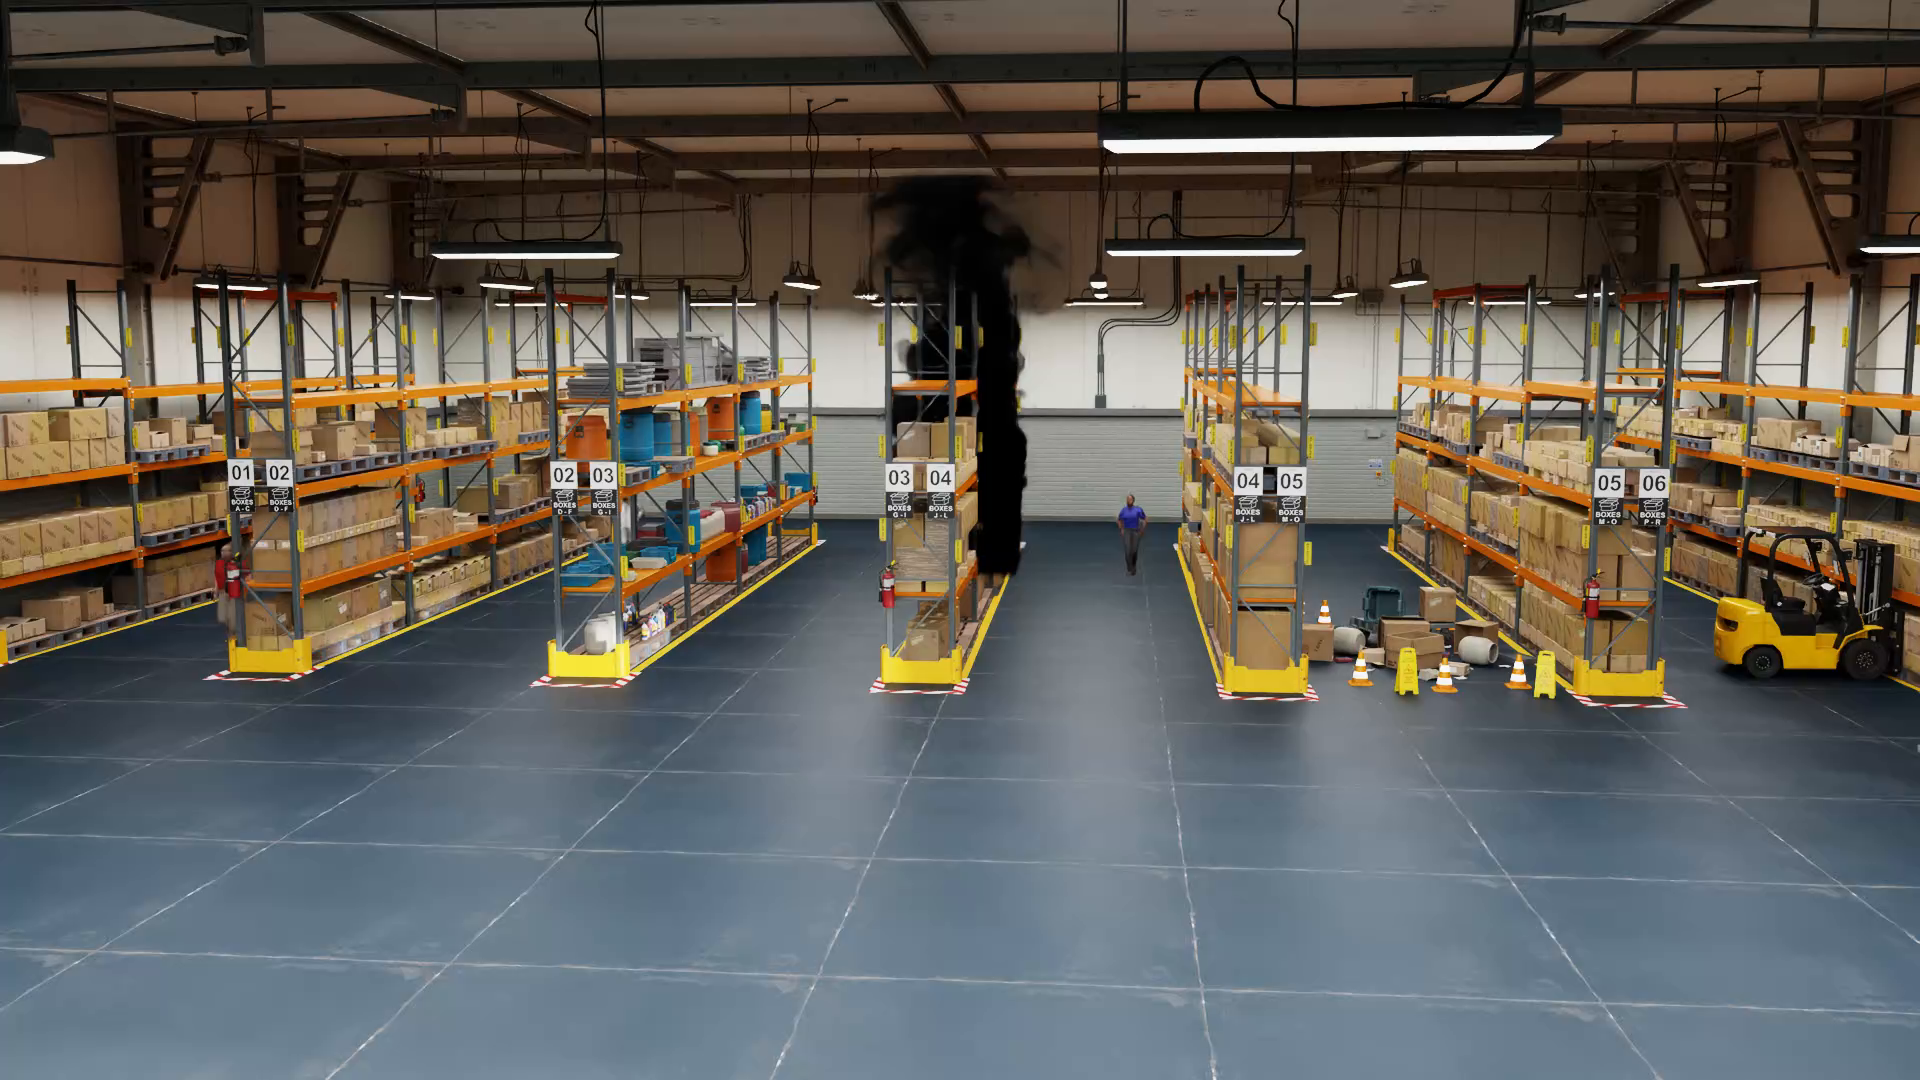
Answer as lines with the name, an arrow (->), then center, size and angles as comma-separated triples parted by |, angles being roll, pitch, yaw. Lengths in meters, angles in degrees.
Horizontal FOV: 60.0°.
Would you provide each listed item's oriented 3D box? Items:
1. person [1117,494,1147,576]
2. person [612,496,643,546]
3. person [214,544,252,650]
person -> 3.395, -0.080, 32.970 | 0.585, 1.618, 0.468 | 2, 7, 15
person -> -7.090, -0.287, 35.397 | 0.649, 1.745, 0.576 | -1, 7, -6
person -> -11.769, 0.914, 26.901 | 0.653, 1.697, 0.647 | 1, 7, 7
